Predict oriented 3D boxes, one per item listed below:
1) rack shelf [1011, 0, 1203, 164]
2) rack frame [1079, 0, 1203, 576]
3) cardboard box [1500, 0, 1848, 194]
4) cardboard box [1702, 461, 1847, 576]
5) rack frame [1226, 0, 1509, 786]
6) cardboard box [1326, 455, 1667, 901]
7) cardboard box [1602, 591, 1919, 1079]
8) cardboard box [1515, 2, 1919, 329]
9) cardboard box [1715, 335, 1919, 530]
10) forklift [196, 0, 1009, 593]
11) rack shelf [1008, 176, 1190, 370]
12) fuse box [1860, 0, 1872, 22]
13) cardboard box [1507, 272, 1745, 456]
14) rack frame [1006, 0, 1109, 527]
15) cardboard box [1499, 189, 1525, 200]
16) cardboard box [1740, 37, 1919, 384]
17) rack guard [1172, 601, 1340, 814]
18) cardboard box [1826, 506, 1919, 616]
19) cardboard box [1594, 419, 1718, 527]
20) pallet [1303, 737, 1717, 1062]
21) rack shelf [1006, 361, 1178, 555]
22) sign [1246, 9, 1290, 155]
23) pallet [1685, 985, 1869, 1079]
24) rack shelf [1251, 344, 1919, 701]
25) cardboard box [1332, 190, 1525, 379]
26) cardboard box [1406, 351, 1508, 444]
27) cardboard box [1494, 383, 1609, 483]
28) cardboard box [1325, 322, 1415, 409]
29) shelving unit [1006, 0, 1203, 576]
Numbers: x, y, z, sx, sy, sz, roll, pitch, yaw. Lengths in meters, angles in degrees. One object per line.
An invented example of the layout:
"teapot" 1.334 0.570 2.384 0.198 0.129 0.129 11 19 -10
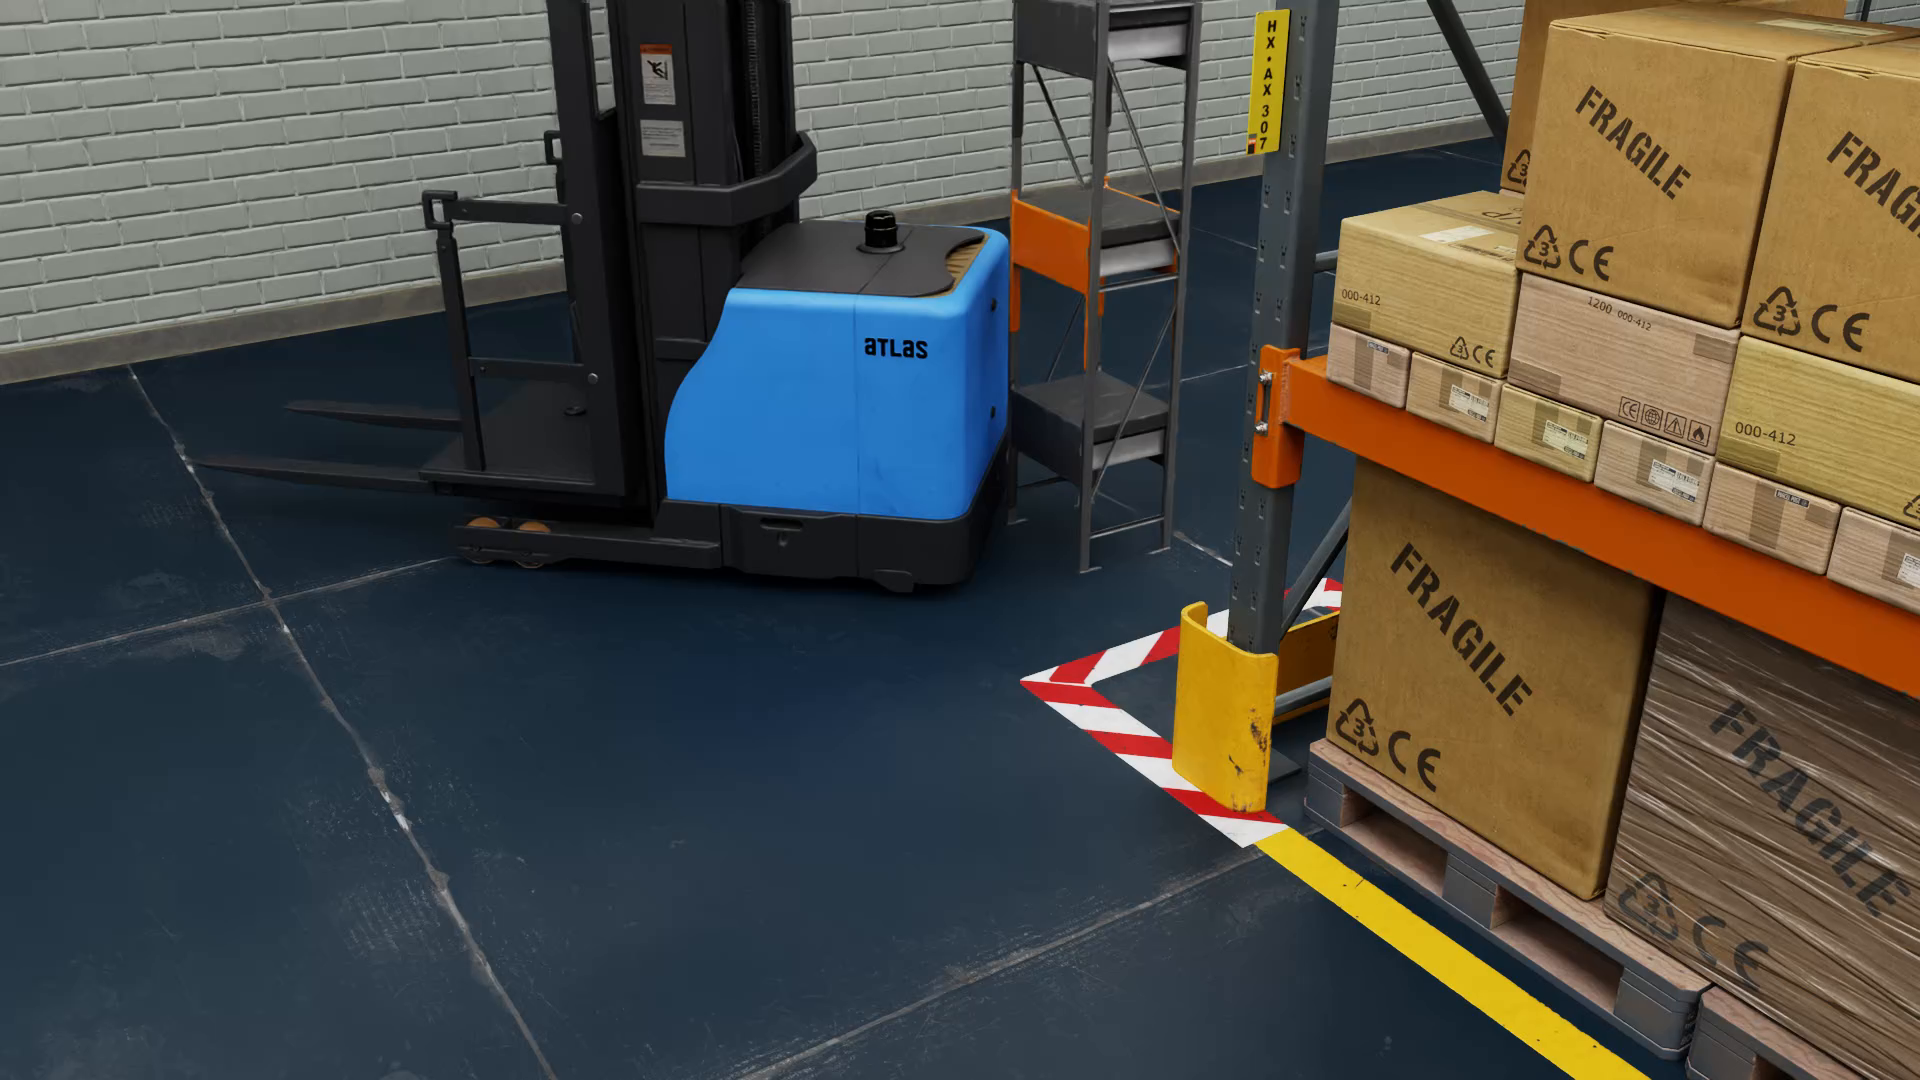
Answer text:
"rack shelf" 0.478 -1.577 5.523 0.431 0.518 0.480 -14 29 -28
"rack frame" 0.603 -0.867 5.627 0.400 2.100 0.015 -14 29 -28
"cardboard box" 1.676 -1.064 3.940 0.500 0.500 0.500 -15 29 -29
"cardboard box" 1.670 -0.087 3.215 0.380 0.149 0.250 -16 30 -31
"rack frame" 1.190 -0.772 4.371 1.000 3.000 0.127 -16 29 -30
"cardboard box" 1.606 0.210 4.289 0.875 0.875 0.875 -16 29 -30
"cardboard box" 2.103 0.535 3.600 0.875 0.875 0.875 -16 29 -30
"cardboard box" 1.498 -0.764 3.303 0.500 0.500 0.500 -16 30 -31
"cardboard box" 1.786 -0.239 3.069 0.500 0.250 0.500 -17 30 -31
"forklift" -1.372 -1.437 5.861 3.031 2.935 1.130 5 26 10
"rack shelf" 0.478 -0.944 5.822 0.431 0.518 0.480 -14 29 -28
"fuse box" 8.235 -4.947 14.725 0.539 1.711 0.414 -16 29 -30
"cardboard box" 1.515 -0.419 3.452 0.500 0.250 0.500 -16 30 -30
"rack frame" 0.354 -1.046 6.006 0.400 2.100 0.015 -14 29 -28
"cardboard box" 1.677 -0.727 4.103 0.500 0.250 0.500 -16 30 -30
"cardboard box" 1.786 -0.580 2.914 0.500 0.500 0.500 -16 30 -31
"rack guard" 1.177 0.350 4.922 1.175 0.500 0.348 -16 29 -30
"cardboard box" 1.811 0.005 3.019 0.380 0.149 0.250 -16 30 -30
"cardboard box" 1.532 -0.178 3.408 0.380 0.149 0.250 -16 30 -30
"pallet" 1.692 0.757 4.399 1.003 0.211 1.213 -16 29 -30
"rack shelf" 0.478 -0.311 6.121 0.431 0.518 0.480 -14 29 -28
"sign" 0.721 -1.072 3.899 0.100 0.325 0.005 -16 29 -30
"pallet" 2.354 1.193 3.475 1.003 0.211 1.213 -16 29 -30
"rack shelf" 2.282 0.269 3.009 1.077 0.370 4.000 -16 29 -30
"cardboard box" 1.226 -0.604 3.842 0.500 0.250 0.500 -16 30 -31
"cardboard box" 1.248 -0.363 3.799 0.380 0.149 0.250 -16 30 -30
"cardboard box" 1.388 -0.271 3.605 0.380 0.149 0.250 -16 30 -31
"cardboard box" 1.107 -0.454 3.992 0.380 0.149 0.250 -15 29 -29
"shelving unit" 0.478 -0.956 5.816 0.431 2.100 0.503 -14 29 -28
